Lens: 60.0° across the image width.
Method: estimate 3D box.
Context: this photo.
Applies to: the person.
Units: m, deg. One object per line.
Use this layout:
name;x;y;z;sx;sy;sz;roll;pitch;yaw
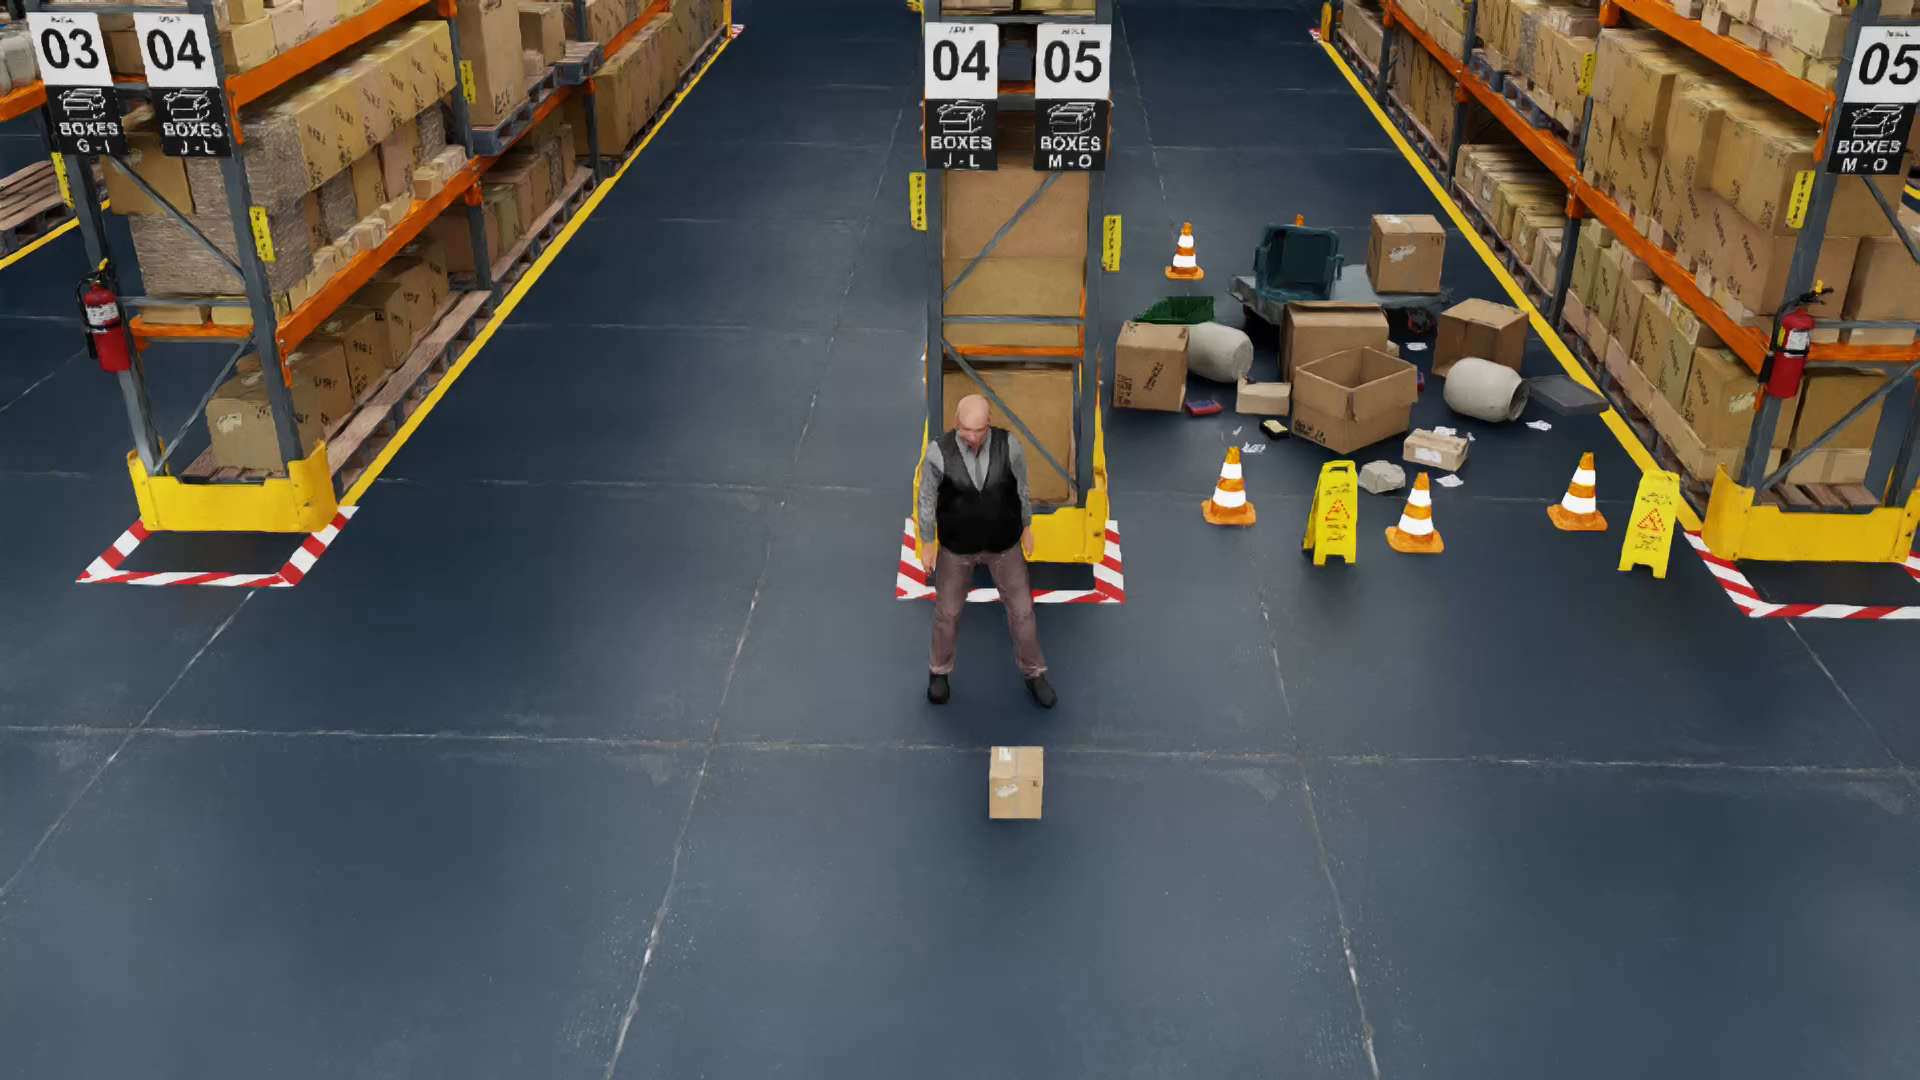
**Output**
person;0.145;0.053;8.510;0.703;1.714;0.468;-4;28;-7
